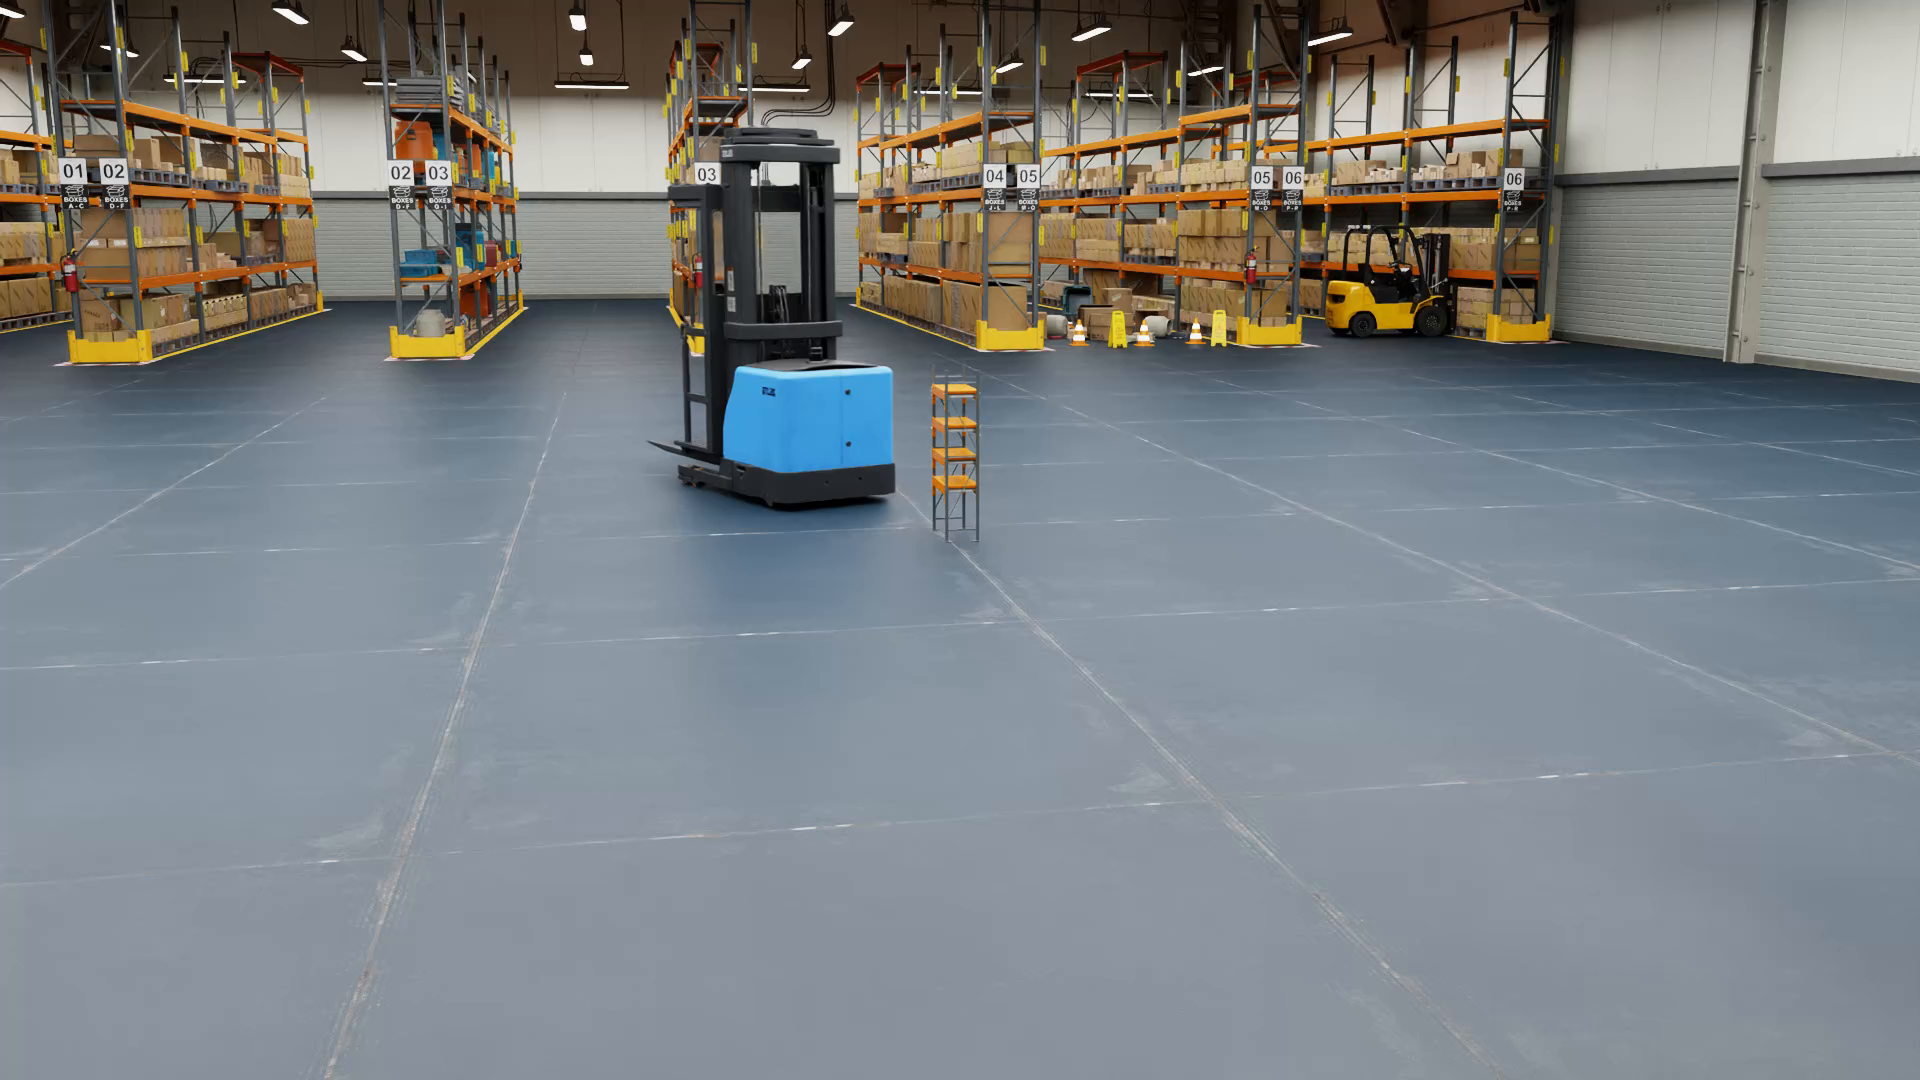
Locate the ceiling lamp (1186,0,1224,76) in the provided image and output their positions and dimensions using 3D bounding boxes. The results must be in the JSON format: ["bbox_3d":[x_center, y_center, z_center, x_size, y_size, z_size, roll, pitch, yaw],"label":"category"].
[{"bbox_3d":[6.266,-13.050,40.583,0.800,3.185,2.000,-2,11,-11],"label":"ceiling lamp"}]

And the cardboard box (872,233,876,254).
[{"bbox_3d":[-1.916,-7.459,41.798,0.500,0.500,0.500,-2,11,-13],"label":"cardboard box"}]

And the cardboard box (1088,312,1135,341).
[{"bbox_3d":[2.900,-4.091,31.845,0.637,0.503,0.797,9,14,38],"label":"cardboard box"}]

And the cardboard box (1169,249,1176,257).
[{"bbox_3d":[4.576,-5.988,34.684,0.380,0.149,0.250,-2,11,-10],"label":"cardboard box"}]

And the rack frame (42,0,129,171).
[{"bbox_3d":[-13.714,-7.314,26.059,1.000,3.000,0.127,-2,11,-11],"label":"rack frame"}]

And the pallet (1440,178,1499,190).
[{"bbox_3d":[10.240,-7.053,32.946,1.003,0.211,1.213,-2,11,-11],"label":"pallet"}]

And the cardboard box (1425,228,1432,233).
[{"bbox_3d":[9.733,-6.305,34.000,0.380,0.149,0.250,-2,11,-10],"label":"cardboard box"}]

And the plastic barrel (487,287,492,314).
[{"bbox_3d":[-10.742,-5.332,37.014,0.600,0.588,0.708,-2,11,-11],"label":"plastic barrel"}]

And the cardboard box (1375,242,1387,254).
[{"bbox_3d":[9.362,-6.349,36.095,0.500,0.250,0.500,-2,11,-12],"label":"cardboard box"}]

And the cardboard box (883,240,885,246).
[{"bbox_3d":[-1.611,-7.038,39.403,0.380,0.149,0.250,-2,11,-9],"label":"cardboard box"}]

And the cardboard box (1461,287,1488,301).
[{"bbox_3d":[10.093,-4.782,32.354,0.500,0.250,0.500,-2,11,-10],"label":"cardboard box"}]

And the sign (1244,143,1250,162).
[{"bbox_3d":[5.177,-6.979,29.952,0.100,0.325,0.005,-2,11,-11],"label":"sign"}]

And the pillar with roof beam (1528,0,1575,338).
[{"bbox_3d":[7.119,-8.219,30.814,9.100,9.000,0.548,-2,11,-11],"label":"pillar with roof beam"}]

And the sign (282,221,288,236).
[{"bbox_3d":[-15.504,-7.158,38.184,0.100,0.325,0.005,-2,11,-11],"label":"sign"}]

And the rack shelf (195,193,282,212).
[{"bbox_3d":[-15.659,-7.322,36.043,1.077,0.370,4.000,-2,11,-11],"label":"rack shelf"}]

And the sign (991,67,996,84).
[{"bbox_3d":[0.660,-9.122,32.633,0.100,0.325,0.005,-2,11,-11],"label":"sign"}]

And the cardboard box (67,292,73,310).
[{"bbox_3d":[-21.045,-5.599,38.652,0.700,0.500,0.500,-2,11,-12],"label":"cardboard box"}]

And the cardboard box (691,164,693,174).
[{"bbox_3d":[-4.524,-6.506,29.166,0.380,0.149,0.250,-2,11,-11],"label":"cardboard box"}]

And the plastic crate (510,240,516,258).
[{"bbox_3d":[-11.718,-7.473,42.684,0.616,0.435,0.499,-2,11,-11],"label":"plastic crate"}]

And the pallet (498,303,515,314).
[{"bbox_3d":[-11.610,-5.735,41.266,1.003,0.211,1.213,-2,11,-11],"label":"pallet"}]

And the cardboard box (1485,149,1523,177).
[{"bbox_3d":[10.268,-7.119,31.396,0.500,0.500,0.500,-2,11,-9],"label":"cardboard box"}]

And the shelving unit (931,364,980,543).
[{"bbox_3d":[-0.032,-0.620,11.744,0.258,1.200,0.503,-2,11,-11],"label":"shelving unit"}]

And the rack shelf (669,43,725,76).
[{"bbox_3d":[-5.941,-10.787,37.340,1.077,0.370,4.000,-2,11,-11],"label":"rack shelf"}]

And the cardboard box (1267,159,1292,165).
[{"bbox_3d":[5.856,-6.902,30.452,0.380,0.149,0.250,-2,11,-11],"label":"cardboard box"}]

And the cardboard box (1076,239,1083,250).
[{"bbox_3d":[3.200,-7.369,41.455,0.500,0.250,0.500,-2,11,-13],"label":"cardboard box"}]

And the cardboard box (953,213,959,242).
[{"bbox_3d":[0.340,-5.957,31.682,0.875,0.550,0.550,-2,11,-11],"label":"cardboard box"}]

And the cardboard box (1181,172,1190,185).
[{"bbox_3d":[4.764,-7.276,33.486,0.500,0.250,0.500,-2,11,-12],"label":"cardboard box"}]

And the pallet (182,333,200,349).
[{"bbox_3d":[-14.378,-3.584,29.961,1.003,0.211,1.213,-2,11,-11],"label":"pallet"}]

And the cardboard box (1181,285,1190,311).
[{"bbox_3d":[4.797,-4.927,33.784,0.500,0.500,0.500,-2,11,-8],"label":"cardboard box"}]

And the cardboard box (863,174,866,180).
[{"bbox_3d":[-2.323,-9.452,43.312,0.380,0.149,0.250,-2,11,-10],"label":"cardboard box"}]

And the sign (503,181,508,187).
[{"bbox_3d":[-10.648,-8.245,38.948,0.100,0.325,0.005,-2,11,-11],"label":"sign"}]

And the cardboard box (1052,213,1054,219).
[{"bbox_3d":[2.648,-8.567,44.009,0.380,0.149,0.250,-2,11,-10],"label":"cardboard box"}]

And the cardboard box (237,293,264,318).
[{"bbox_3d":[-15.185,-5.012,35.518,0.500,0.500,0.500,-3,11,-13],"label":"cardboard box"}]

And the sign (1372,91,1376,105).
[{"bbox_3d":[9.581,-10.240,38.510,0.100,0.325,0.005,-2,11,-11],"label":"sign"}]

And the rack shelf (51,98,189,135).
[{"bbox_3d":[-14.103,-7.131,28.091,1.077,0.370,4.000,-2,11,-11],"label":"rack shelf"}]

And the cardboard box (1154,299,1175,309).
[{"bbox_3d":[4.699,-4.964,35.660,0.950,0.372,0.625,-1,11,-7],"label":"cardboard box"}]

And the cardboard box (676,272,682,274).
[{"bbox_3d":[-5.831,-5.648,37.906,1.225,0.875,0.875,-2,11,-11],"label":"cardboard box"}]

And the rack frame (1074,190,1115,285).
[{"bbox_3d":[3.391,-7.288,41.966,1.000,3.000,0.127,-2,11,-11],"label":"rack frame"}]

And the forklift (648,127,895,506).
[{"bbox_3d":[-1.751,-1.929,13.991,1.130,2.935,3.031,-7,13,-33],"label":"forklift"}]

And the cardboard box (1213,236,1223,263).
[{"bbox_3d":[5.162,-5.556,31.802,0.500,0.500,0.500,-2,11,-11],"label":"cardboard box"}]

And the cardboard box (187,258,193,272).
[{"bbox_3d":[-14.630,-5.116,30.954,0.500,0.250,0.500,-1,11,-7],"label":"cardboard box"}]

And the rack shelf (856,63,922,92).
[{"bbox_3d":[-1.834,-11.683,42.045,1.077,0.370,4.000,-2,11,-11],"label":"rack shelf"}]

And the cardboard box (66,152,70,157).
[{"bbox_3d":[-20.977,-8.736,38.557,0.500,0.500,0.500,-2,11,-11],"label":"cardboard box"}]

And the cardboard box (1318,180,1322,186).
[{"bbox_3d":[8.701,-8.436,39.308,0.380,0.149,0.250,-2,11,-12],"label":"cardboard box"}]

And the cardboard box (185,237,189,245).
[{"bbox_3d":[-14.229,-5.427,30.183,0.380,0.149,0.250,-2,11,-11],"label":"cardboard box"}]

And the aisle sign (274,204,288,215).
[{"bbox_3d":[-17.127,-8.581,41.804,0.394,0.787,0.004,-2,11,-11],"label":"aisle sign"}]

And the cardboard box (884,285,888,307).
[{"bbox_3d":[-1.561,-5.923,40.354,0.500,0.500,0.500,-2,11,-9],"label":"cardboard box"}]

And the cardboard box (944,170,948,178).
[{"bbox_3d":[-0.099,-7.101,32.243,0.380,0.149,0.250,-2,11,-11],"label":"cardboard box"}]

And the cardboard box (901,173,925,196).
[{"bbox_3d":[-1.027,-7.974,37.280,0.500,0.500,0.500,-2,11,-11],"label":"cardboard box"}]

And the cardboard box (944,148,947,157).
[{"bbox_3d":[-0.101,-7.494,32.172,0.380,0.149,0.250,-2,11,-11],"label":"cardboard box"}]

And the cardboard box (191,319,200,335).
[{"bbox_3d":[-14.187,-3.879,30.287,0.500,0.250,0.500,-2,11,-11],"label":"cardboard box"}]

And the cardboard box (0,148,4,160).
[{"bbox_3d":[-20.741,-8.228,35.430,0.500,0.250,0.500,-2,11,-13],"label":"cardboard box"}]

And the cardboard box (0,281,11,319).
[{"bbox_3d":[-20.142,-4.944,34.274,0.750,0.750,0.750,-2,11,-12],"label":"cardboard box"}]

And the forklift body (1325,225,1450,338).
[{"bbox_3d":[8.435,-5.133,32.912,2.313,2.155,1.214,-2,11,-11],"label":"forklift body"}]

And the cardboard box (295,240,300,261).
[{"bbox_3d":[-16.077,-6.906,39.692,0.500,0.500,0.500,-2,11,-11],"label":"cardboard box"}]
